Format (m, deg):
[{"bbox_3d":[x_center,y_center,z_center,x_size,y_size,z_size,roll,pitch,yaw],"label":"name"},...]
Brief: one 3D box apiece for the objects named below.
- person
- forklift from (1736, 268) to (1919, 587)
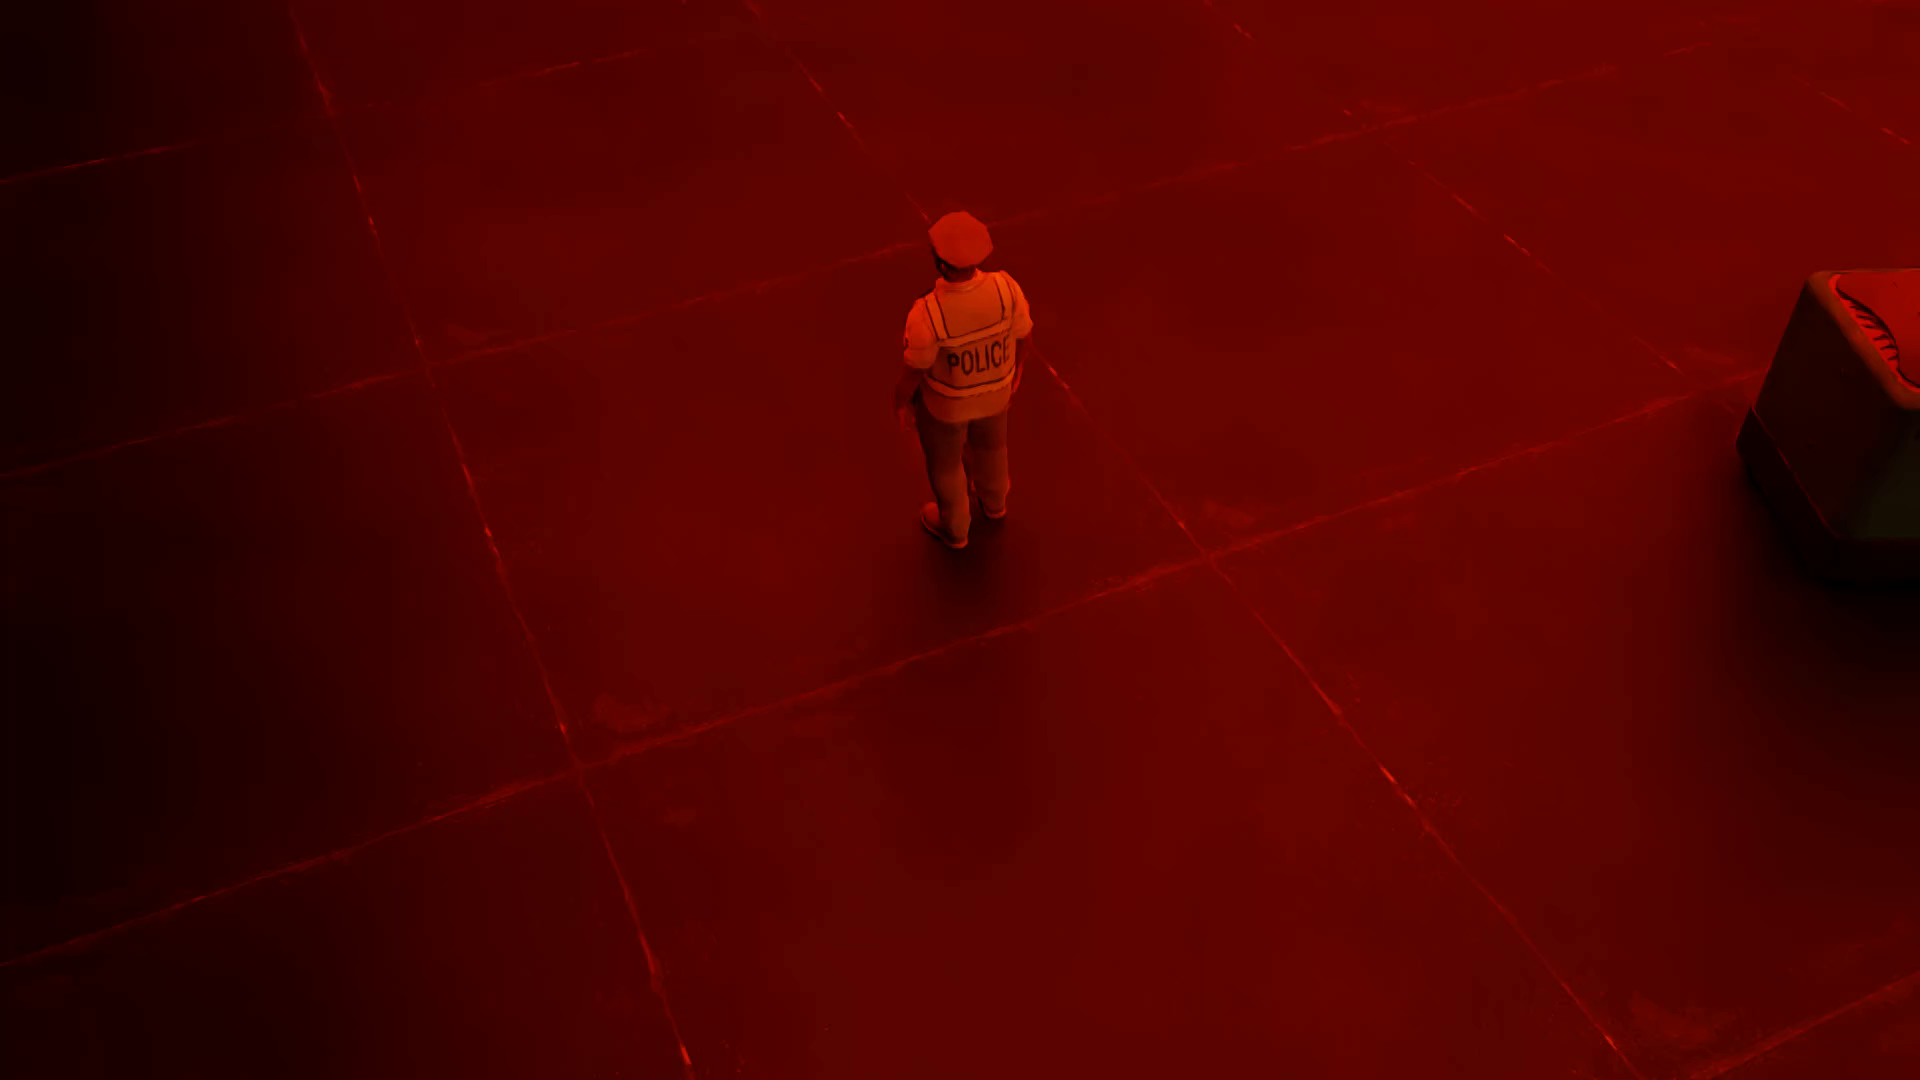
[{"bbox_3d":[-0.022,-0.709,7.270,0.640,1.781,0.574,-18,46,-18],"label":"person"},{"bbox_3d":[5.368,-1.234,7.002,3.031,2.935,1.130,-2,43,-2],"label":"forklift"}]
